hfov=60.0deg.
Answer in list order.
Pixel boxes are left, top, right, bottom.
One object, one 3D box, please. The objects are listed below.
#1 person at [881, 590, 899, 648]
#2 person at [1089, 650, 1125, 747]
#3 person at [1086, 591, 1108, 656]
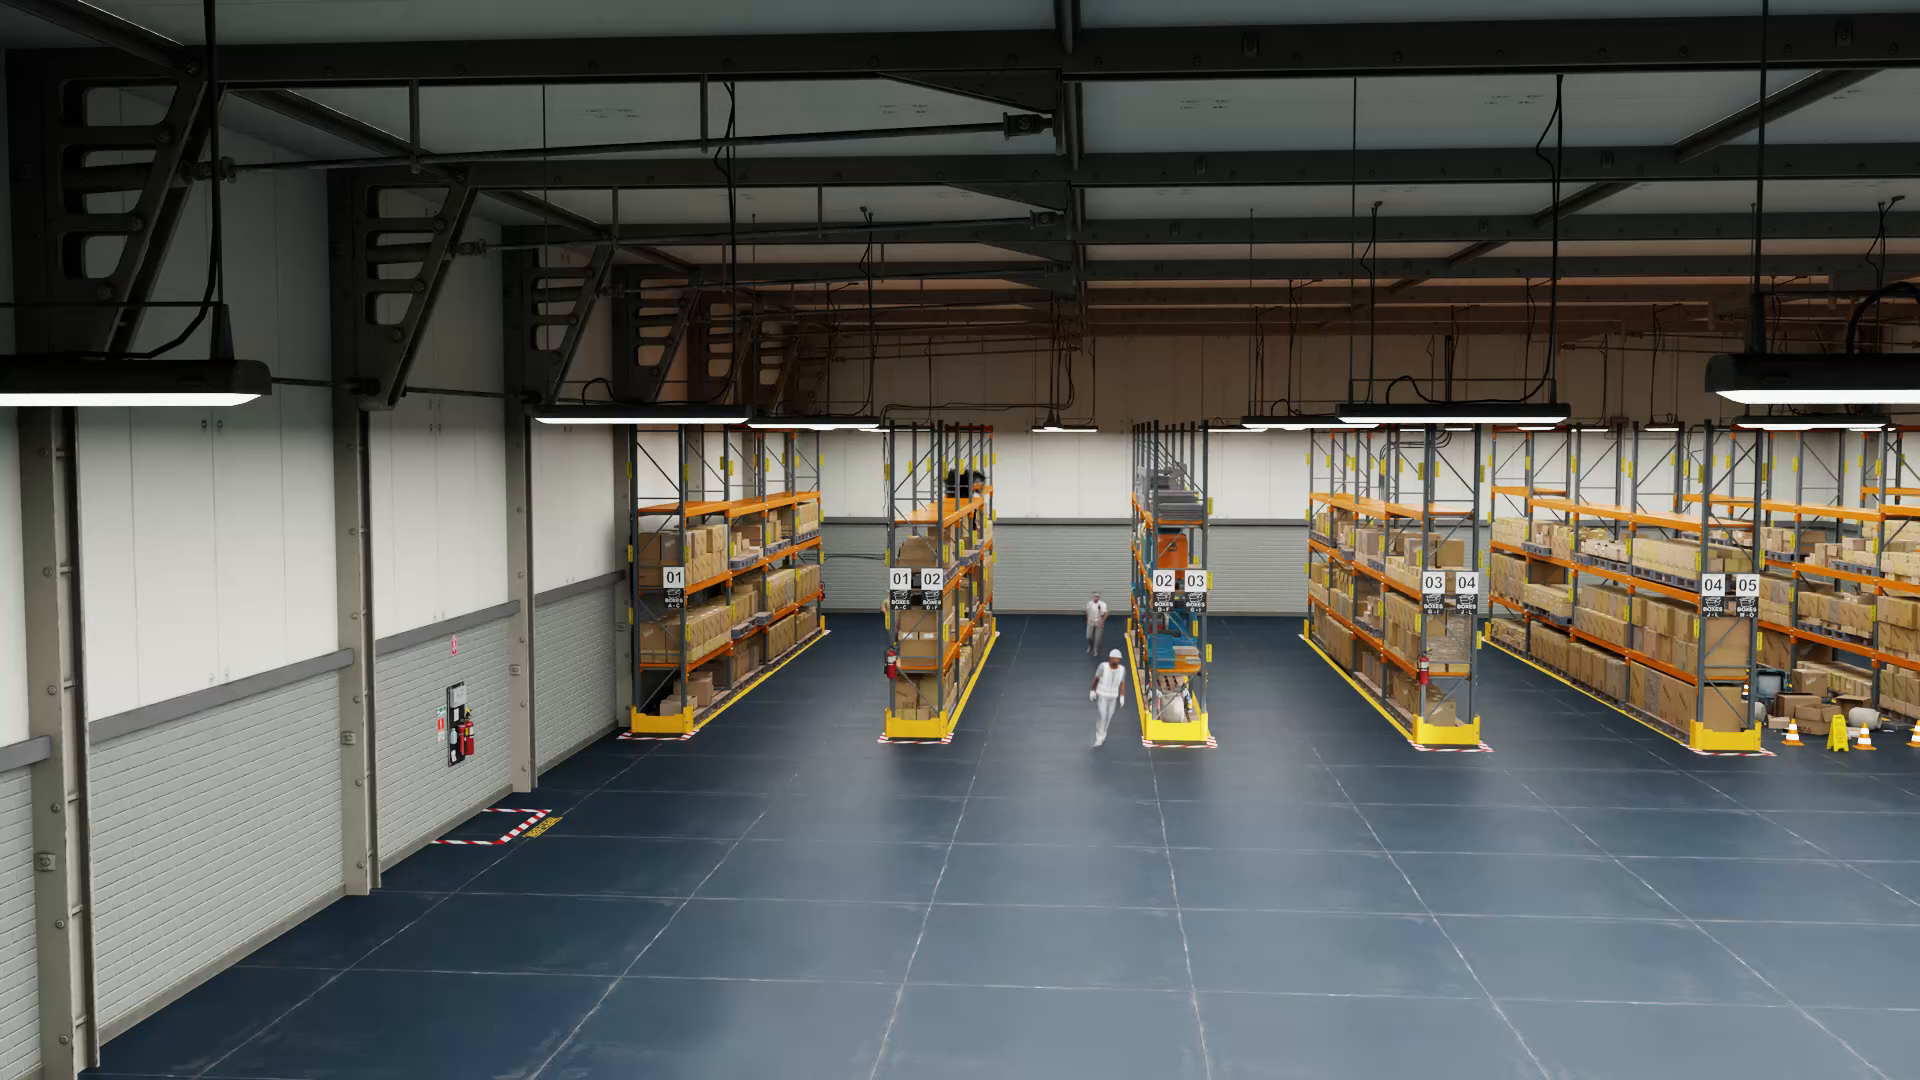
[{"bbox_3d":[-1.789,2.126,43.702,0.527,1.713,0.803,1,4,10],"label":"person"},{"bbox_3d":[2.721,2.905,30.837,0.655,1.782,0.622,-1,4,-18],"label":"person"},{"bbox_3d":[3.486,2.159,42.764,0.676,1.715,0.795,1,4,17],"label":"person"}]
